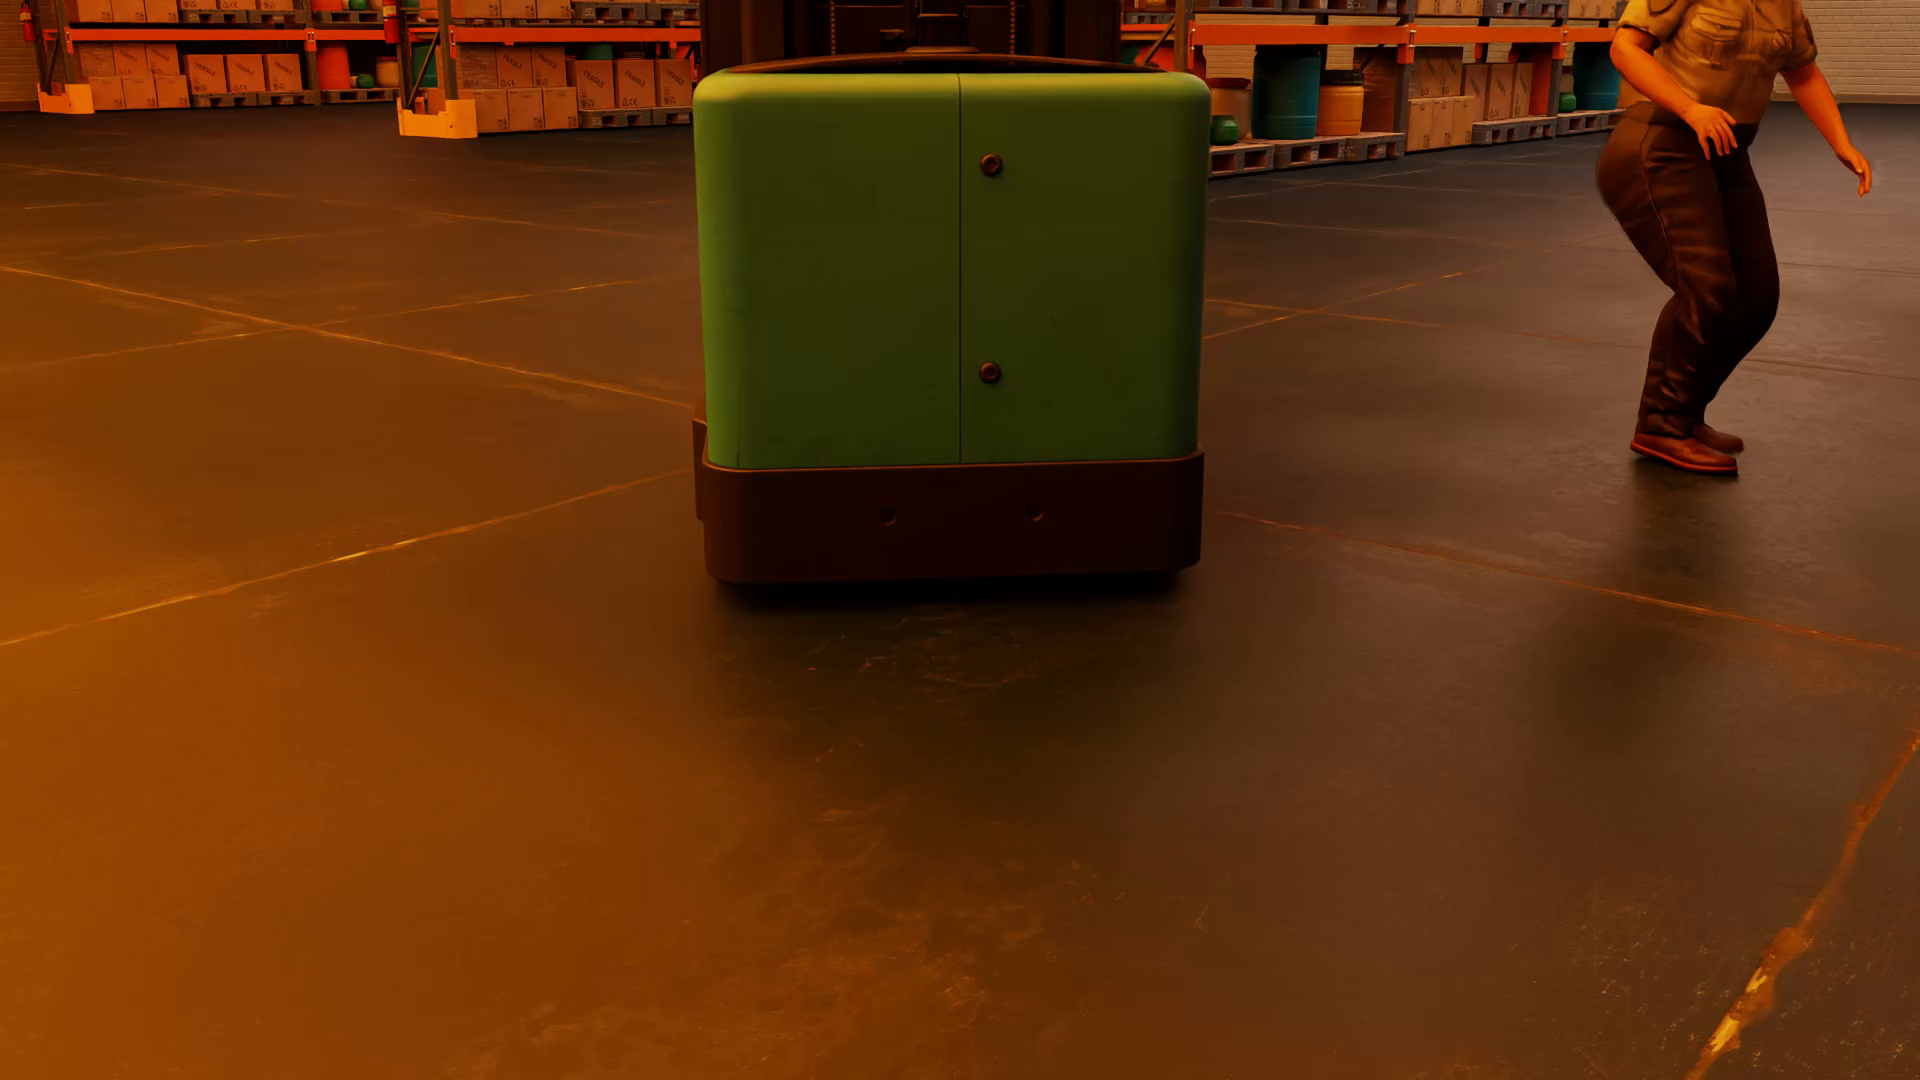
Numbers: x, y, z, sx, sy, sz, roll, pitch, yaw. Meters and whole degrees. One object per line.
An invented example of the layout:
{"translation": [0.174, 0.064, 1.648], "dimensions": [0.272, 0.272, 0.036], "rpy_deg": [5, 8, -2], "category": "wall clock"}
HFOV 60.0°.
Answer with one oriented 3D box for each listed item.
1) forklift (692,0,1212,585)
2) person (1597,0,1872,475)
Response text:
{"translation": [-0.152, -1.692, 4.470], "dimensions": [1.130, 2.935, 3.031], "rpy_deg": [-2, 17, -6], "category": "forklift"}
{"translation": [2.082, -0.999, 4.545], "dimensions": [0.715, 1.600, 0.514], "rpy_deg": [-9, 19, -27], "category": "person"}
